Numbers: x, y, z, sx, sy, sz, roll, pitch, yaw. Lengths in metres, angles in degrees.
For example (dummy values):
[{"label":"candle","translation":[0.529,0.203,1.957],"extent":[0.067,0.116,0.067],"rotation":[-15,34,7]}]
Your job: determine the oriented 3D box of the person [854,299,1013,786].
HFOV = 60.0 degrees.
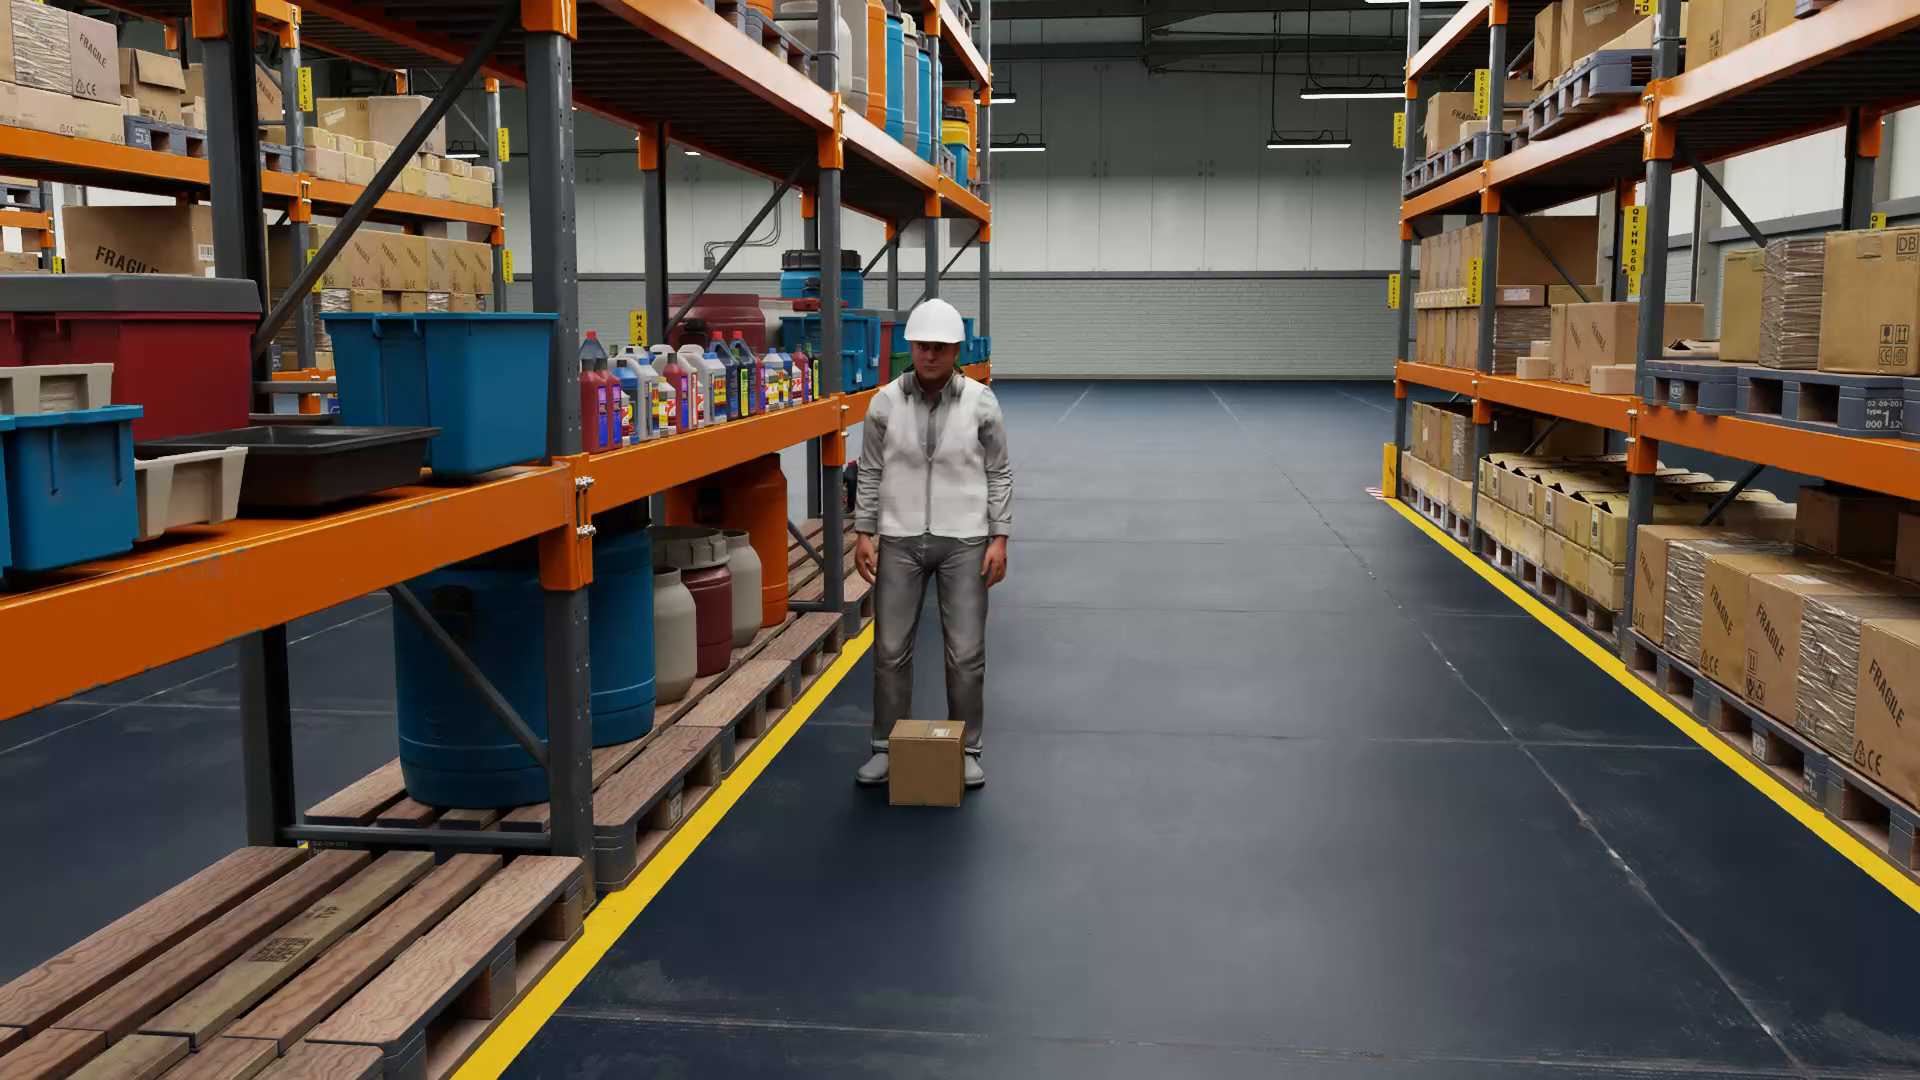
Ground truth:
[{"label":"person","translation":[-0.100,0.010,6.115],"extent":[0.581,1.772,0.460],"rotation":[1,8,7]}]
